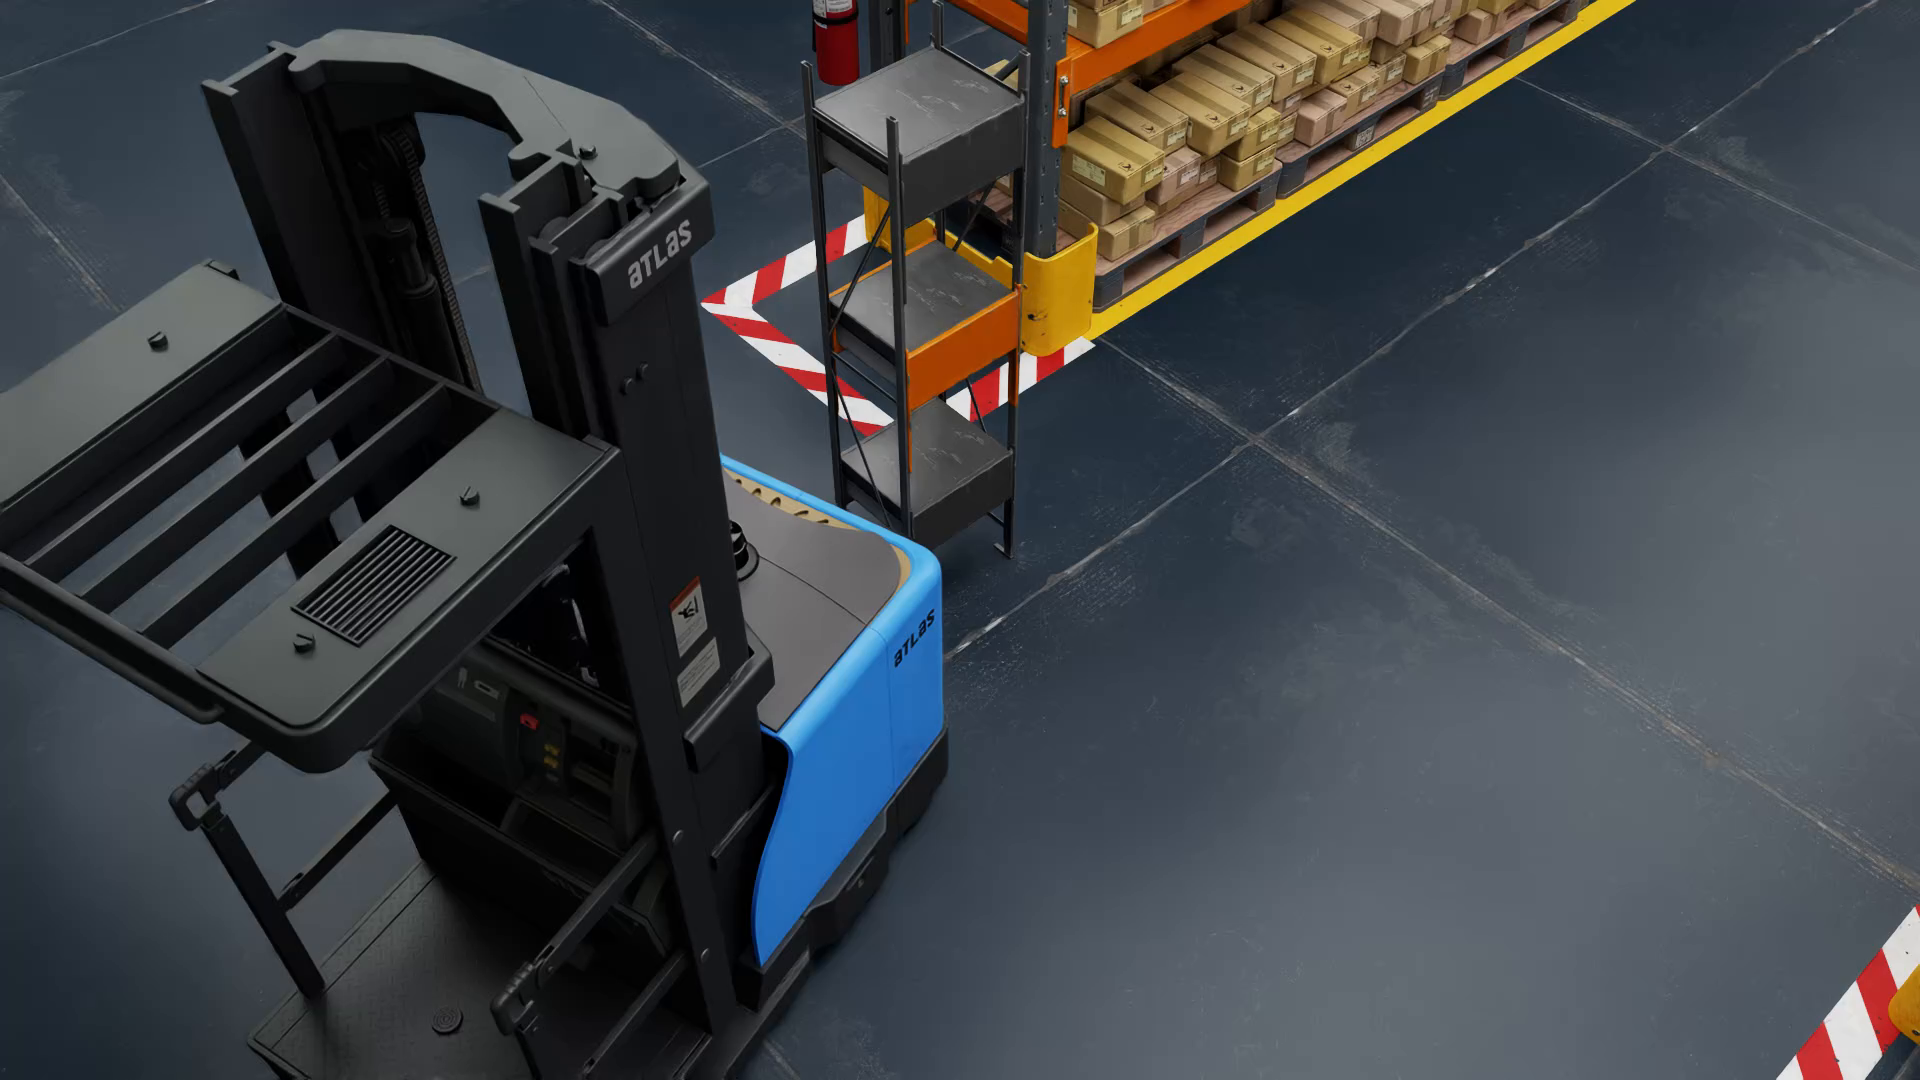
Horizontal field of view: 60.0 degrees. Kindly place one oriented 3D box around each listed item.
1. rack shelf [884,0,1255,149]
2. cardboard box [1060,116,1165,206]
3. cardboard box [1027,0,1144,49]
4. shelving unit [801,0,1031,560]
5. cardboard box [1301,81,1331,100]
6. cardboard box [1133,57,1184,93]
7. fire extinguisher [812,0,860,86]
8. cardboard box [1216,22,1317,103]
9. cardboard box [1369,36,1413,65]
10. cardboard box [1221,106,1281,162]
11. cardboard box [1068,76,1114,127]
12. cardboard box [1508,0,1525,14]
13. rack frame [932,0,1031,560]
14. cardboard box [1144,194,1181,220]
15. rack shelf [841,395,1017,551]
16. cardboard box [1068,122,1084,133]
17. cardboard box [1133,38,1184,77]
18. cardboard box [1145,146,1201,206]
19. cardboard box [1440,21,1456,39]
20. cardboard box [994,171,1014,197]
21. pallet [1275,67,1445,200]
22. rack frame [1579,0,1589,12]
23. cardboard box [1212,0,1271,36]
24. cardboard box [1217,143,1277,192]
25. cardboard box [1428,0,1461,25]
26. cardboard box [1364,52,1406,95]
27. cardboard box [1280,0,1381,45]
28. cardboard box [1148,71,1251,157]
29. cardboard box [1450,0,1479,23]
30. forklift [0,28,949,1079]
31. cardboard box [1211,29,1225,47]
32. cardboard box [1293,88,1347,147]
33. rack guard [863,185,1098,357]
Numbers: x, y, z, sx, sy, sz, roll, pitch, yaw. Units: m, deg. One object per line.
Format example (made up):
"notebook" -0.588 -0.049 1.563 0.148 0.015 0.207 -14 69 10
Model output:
"rack shelf" 1.489 -2.873 7.349 4.000 0.370 1.077 -34 56 -27
"cardboard box" 0.626 -1.579 6.916 0.250 0.149 0.380 -36 57 -29
"cardboard box" 0.470 -2.024 6.248 0.250 0.149 0.380 -34 56 -27
"shelving unit" -0.122 -0.630 5.403 0.503 2.100 0.431 -34 56 -27
"cardboard box" 1.500 -2.205 7.695 0.250 0.149 0.380 -31 54 -25
"cardboard box" 0.860 -2.155 7.649 0.250 0.149 0.380 -34 56 -28
"fire extinguisher" -0.487 -2.101 6.454 0.183 0.674 0.296 -34 56 -27
"cardboard box" 1.361 -2.136 7.429 0.250 0.149 0.380 -32 55 -26
"cardboard box" 1.933 -2.442 7.914 0.380 0.149 0.250 36 57 29
"cardboard box" 1.195 -1.865 7.382 0.250 0.149 0.380 -32 55 -26
"cardboard box" 0.455 -1.998 7.301 0.250 0.149 0.380 -33 55 -26
"cardboard box" 2.660 -2.819 8.464 0.250 0.149 0.380 -32 55 -26
"rack frame" 0.058 -0.751 5.514 0.015 2.100 0.400 -34 56 -27
"cardboard box" 0.751 -1.562 7.305 0.250 0.149 0.380 -34 56 -27
"rack shelf" -0.122 -0.146 5.927 0.480 0.518 0.431 -34 56 -27
"cardboard box" 0.438 -1.920 7.432 0.250 0.149 0.380 -35 56 -28
"cardboard box" 0.796 -2.288 7.570 0.250 0.149 0.380 -36 57 -28
"cardboard box" 0.811 -1.628 7.163 0.250 0.149 0.380 -34 56 -27
"cardboard box" 2.231 -2.589 8.252 0.250 0.149 0.380 -35 56 -28
"cardboard box" 0.259 -1.677 7.410 0.250 0.149 0.380 -33 55 -27
"pallet" 1.593 -2.202 8.138 1.213 0.211 1.003 -34 56 -27
"rack frame" 2.969 -4.105 7.997 0.127 3.000 1.000 -34 56 -27
"cardboard box" 1.227 -2.521 7.785 0.250 0.149 0.380 -36 57 -28
"cardboard box" 1.193 -1.756 7.483 0.250 0.149 0.380 -33 55 -27
"cardboard box" 2.157 -2.620 7.876 0.380 0.149 0.250 36 57 29
"cardboard box" 1.904 -2.298 7.983 0.250 0.149 0.380 -33 55 -27
"cardboard box" 1.708 -2.417 7.689 0.250 0.149 0.380 -34 56 -27
"cardboard box" 1.022 -1.836 7.152 0.250 0.149 0.380 -34 56 -27
"cardboard box" 2.320 -2.700 8.152 0.250 0.149 0.380 -33 55 -27
"forklift" -1.236 0.516 3.780 1.130 2.935 3.031 24 52 21
"cardboard box" 1.168 -2.458 7.929 0.250 0.149 0.380 -31 55 -25
"cardboard box" 1.561 -2.009 7.717 0.380 0.149 0.250 36 57 29
"rack guard" 0.066 -1.318 7.126 0.348 0.500 1.175 -34 56 -27
